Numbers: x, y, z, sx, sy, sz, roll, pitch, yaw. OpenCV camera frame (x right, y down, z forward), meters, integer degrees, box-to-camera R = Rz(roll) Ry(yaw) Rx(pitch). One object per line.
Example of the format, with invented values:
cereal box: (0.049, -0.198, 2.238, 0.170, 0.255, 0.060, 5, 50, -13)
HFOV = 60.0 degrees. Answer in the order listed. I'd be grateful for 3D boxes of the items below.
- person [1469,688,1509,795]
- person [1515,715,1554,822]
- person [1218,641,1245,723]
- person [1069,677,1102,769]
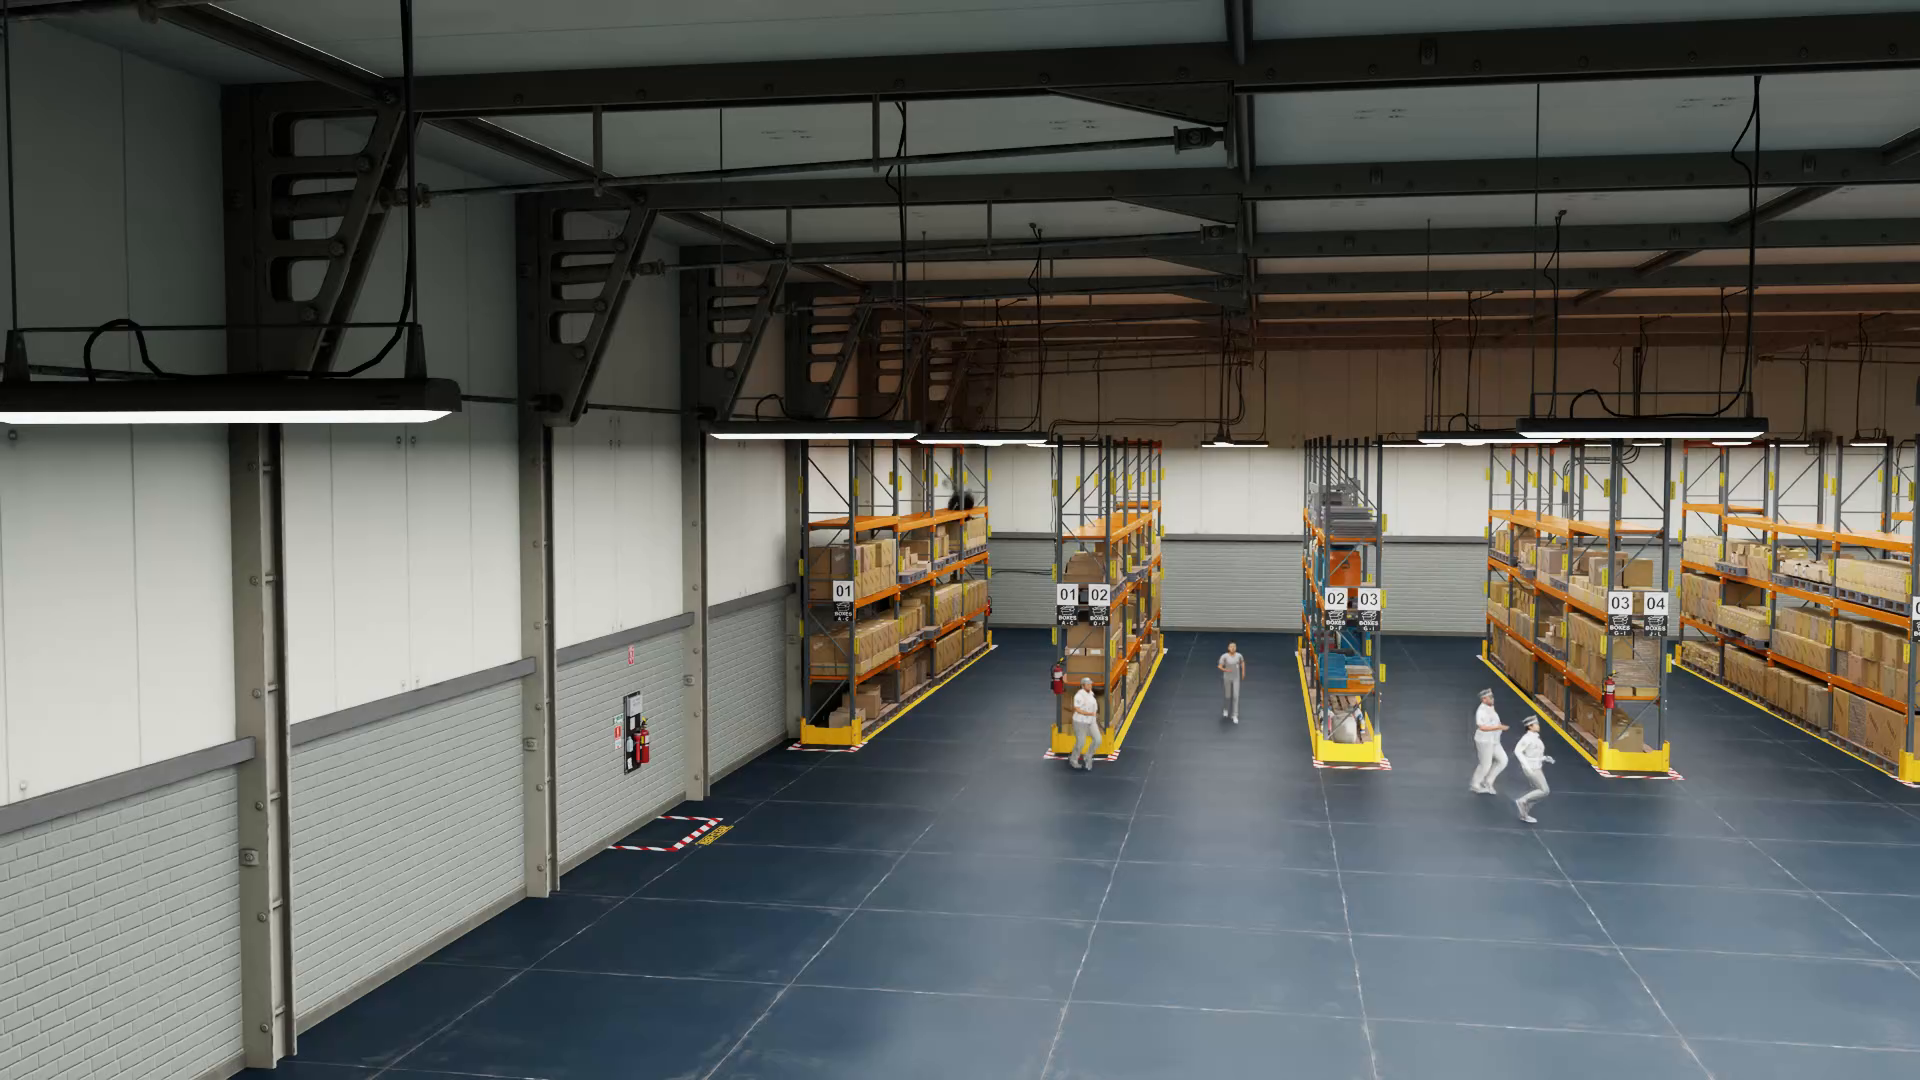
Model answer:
person: (8.800, 3.361, 27.570, 0.676, 1.806, 0.643, 2, 4, 38)
person: (8.841, 3.515, 25.534, 0.535, 1.654, 0.605, 2, 4, 30)
person: (5.752, 2.978, 35.216, 0.582, 1.697, 0.853, 0, 3, -1)
person: (2.276, 3.300, 29.817, 0.626, 1.694, 0.673, -3, 4, -44)
